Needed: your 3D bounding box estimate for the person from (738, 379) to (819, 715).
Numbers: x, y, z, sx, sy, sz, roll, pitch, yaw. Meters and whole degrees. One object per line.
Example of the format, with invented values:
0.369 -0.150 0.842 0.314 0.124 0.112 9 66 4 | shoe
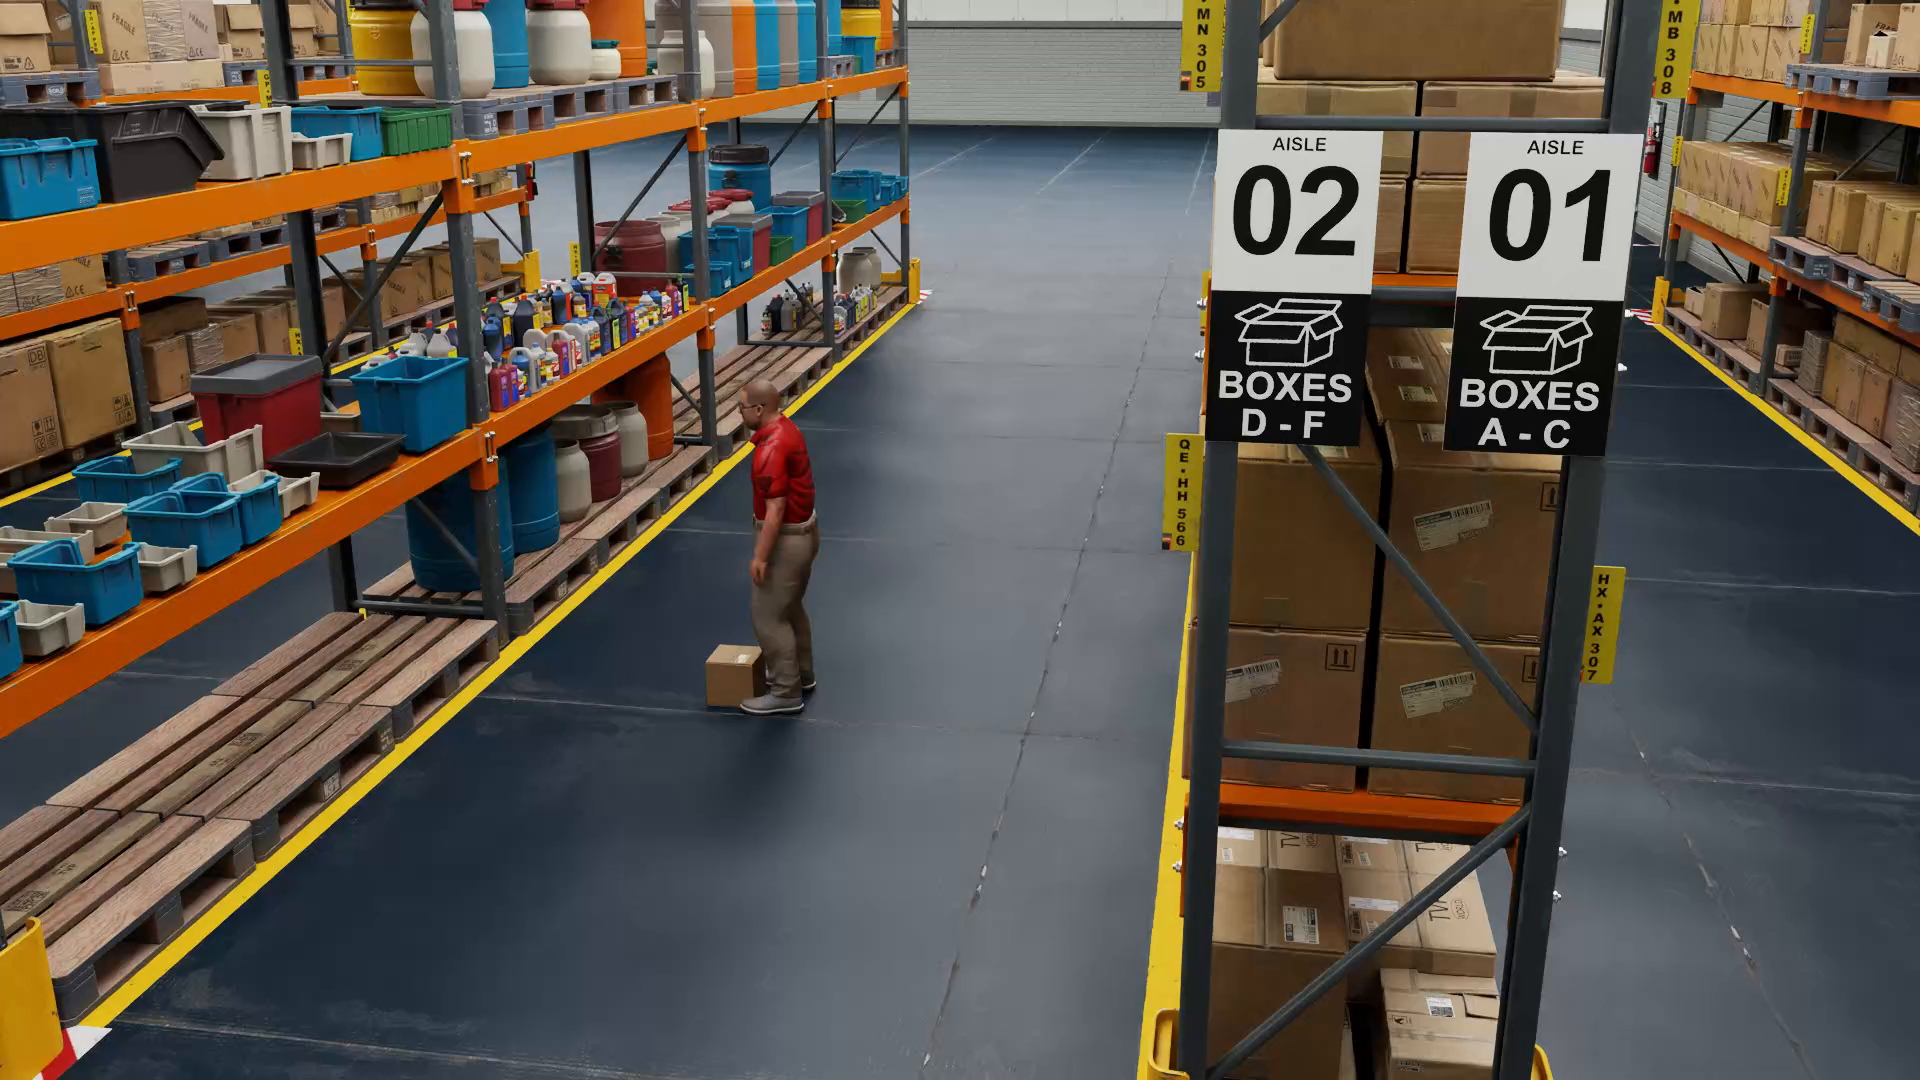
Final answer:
-0.929 0.026 8.494 0.390 1.727 0.599 2 18 7 | person
